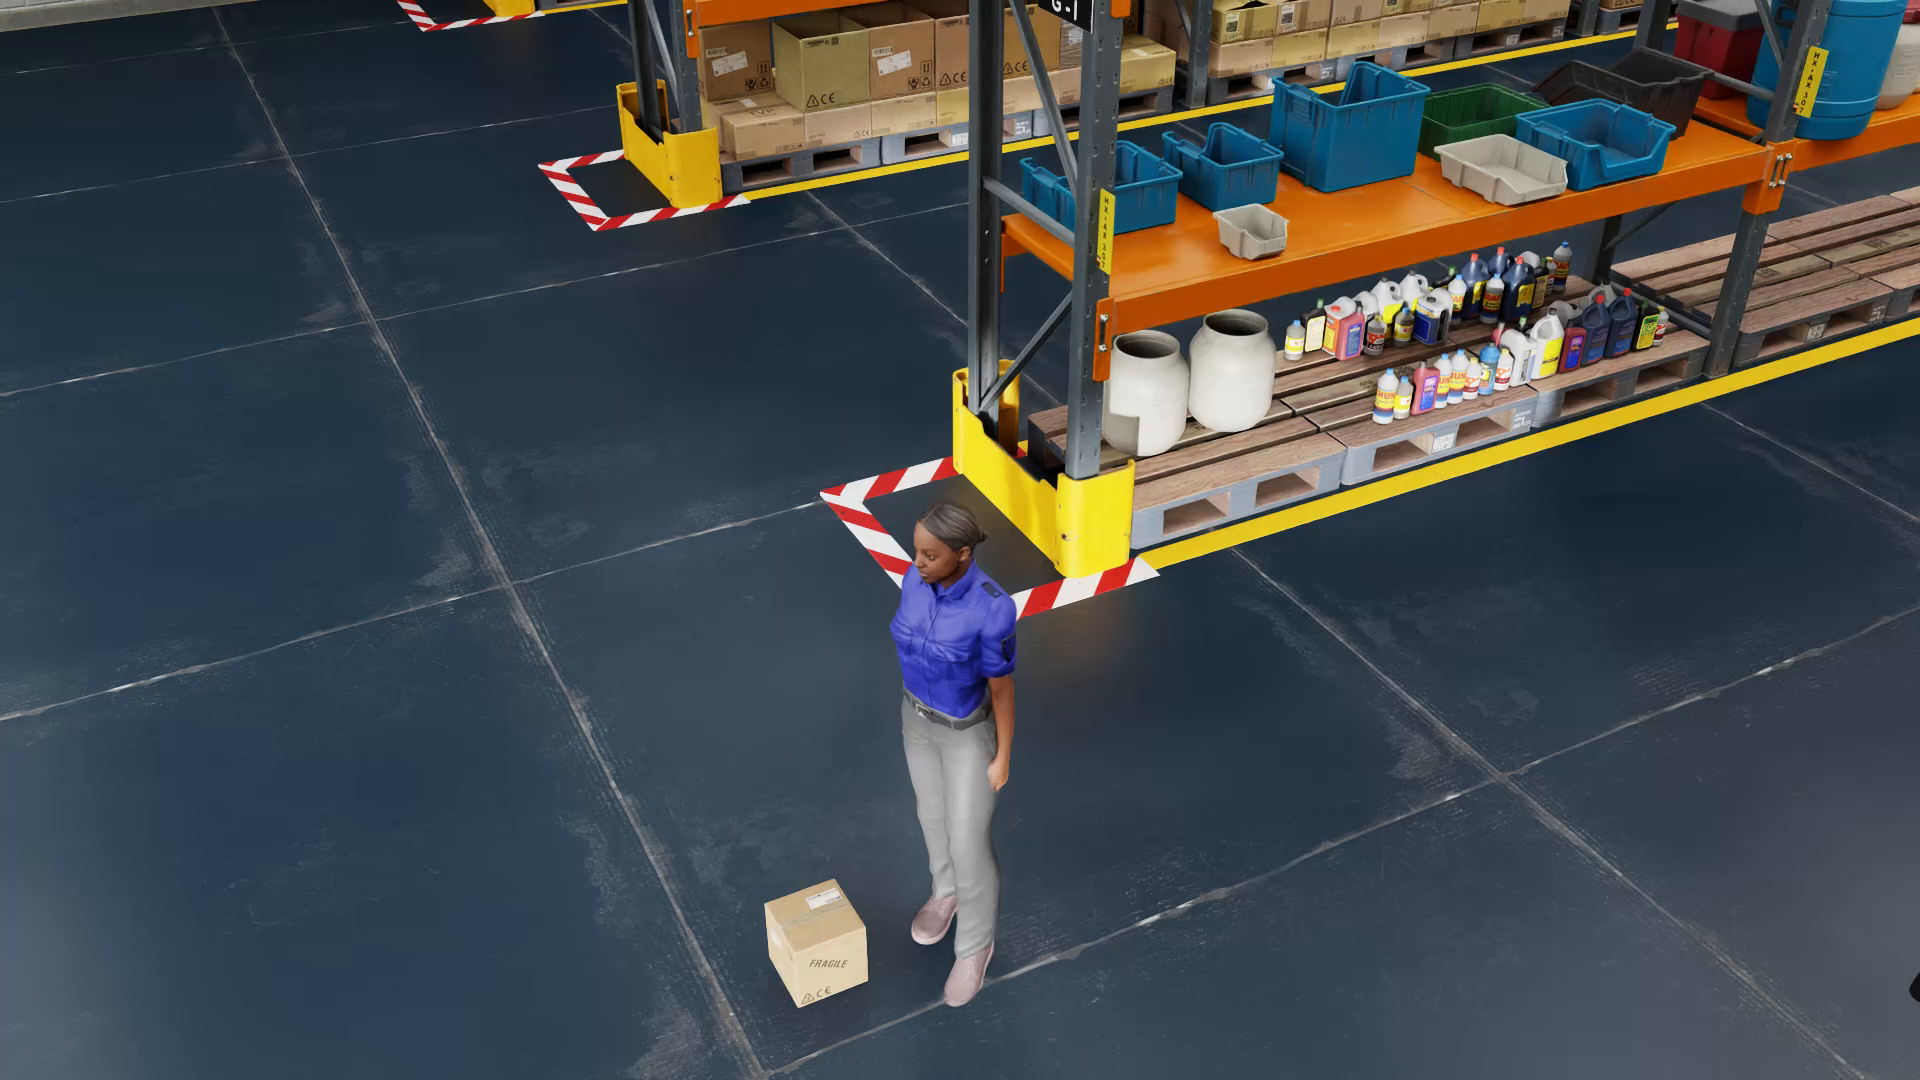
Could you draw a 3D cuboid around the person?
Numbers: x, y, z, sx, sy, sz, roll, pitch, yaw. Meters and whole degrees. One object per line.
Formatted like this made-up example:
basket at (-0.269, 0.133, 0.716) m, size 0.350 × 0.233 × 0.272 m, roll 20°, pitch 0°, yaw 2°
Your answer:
person at (-0.053, 0.653, 5.173) m, size 0.530 × 1.707 × 0.434 m, roll 27°, pitch 42°, yaw 35°
